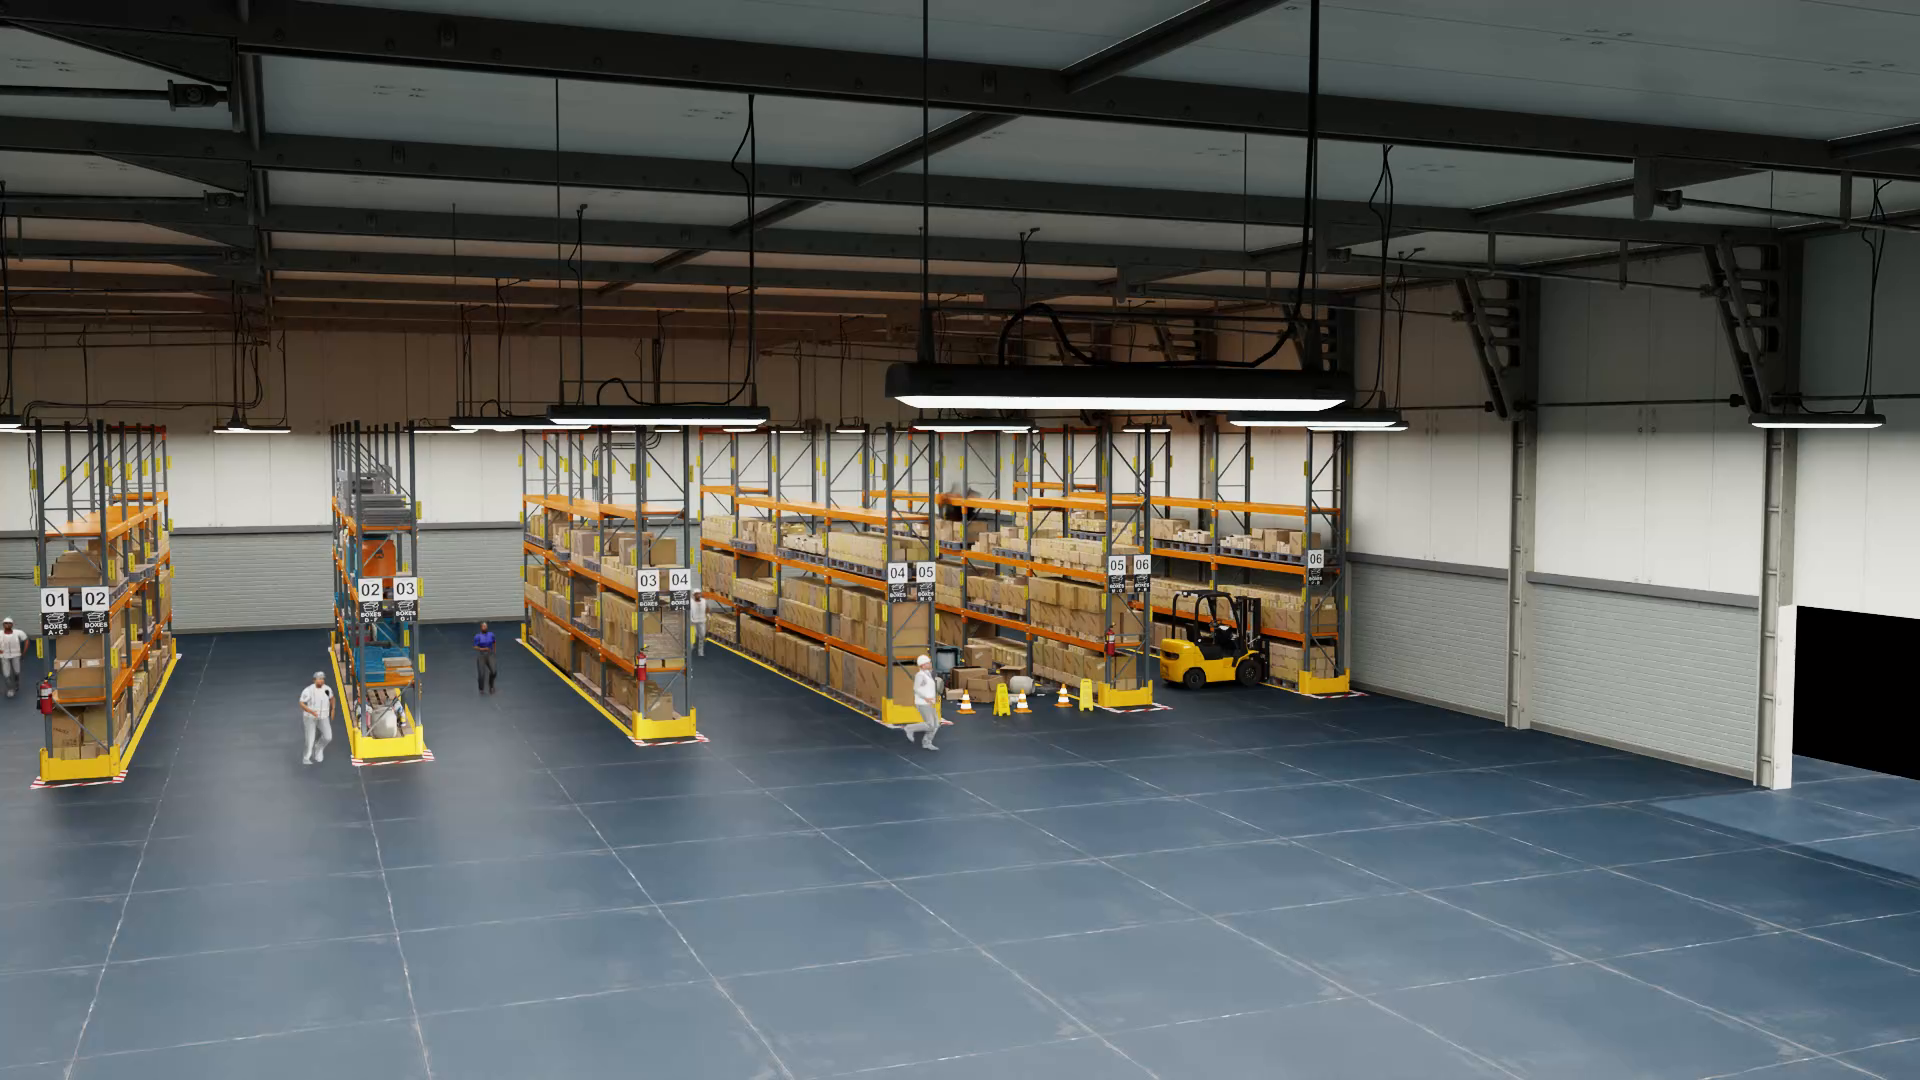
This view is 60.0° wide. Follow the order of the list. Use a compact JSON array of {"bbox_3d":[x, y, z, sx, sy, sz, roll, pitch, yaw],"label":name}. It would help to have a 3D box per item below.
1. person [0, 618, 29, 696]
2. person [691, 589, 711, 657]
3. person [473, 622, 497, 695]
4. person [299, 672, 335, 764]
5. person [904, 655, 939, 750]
[{"bbox_3d":[-20.881,2.570,36.545,0.770,1.721,0.526,-2,4,-32],"label":"person"},{"bbox_3d":[-6.823,2.142,43.374,0.697,1.753,0.917,-1,4,-22],"label":"person"},{"bbox_3d":[-10.415,2.611,36.602,0.569,1.627,0.655,-2,4,-33],"label":"person"},{"bbox_3d":[-11.179,3.096,29.017,0.656,1.609,0.576,-3,5,-41],"label":"person"},{"bbox_3d":[-0.693,2.973,30.413,0.627,1.744,0.668,1,4,15],"label":"person"}]
